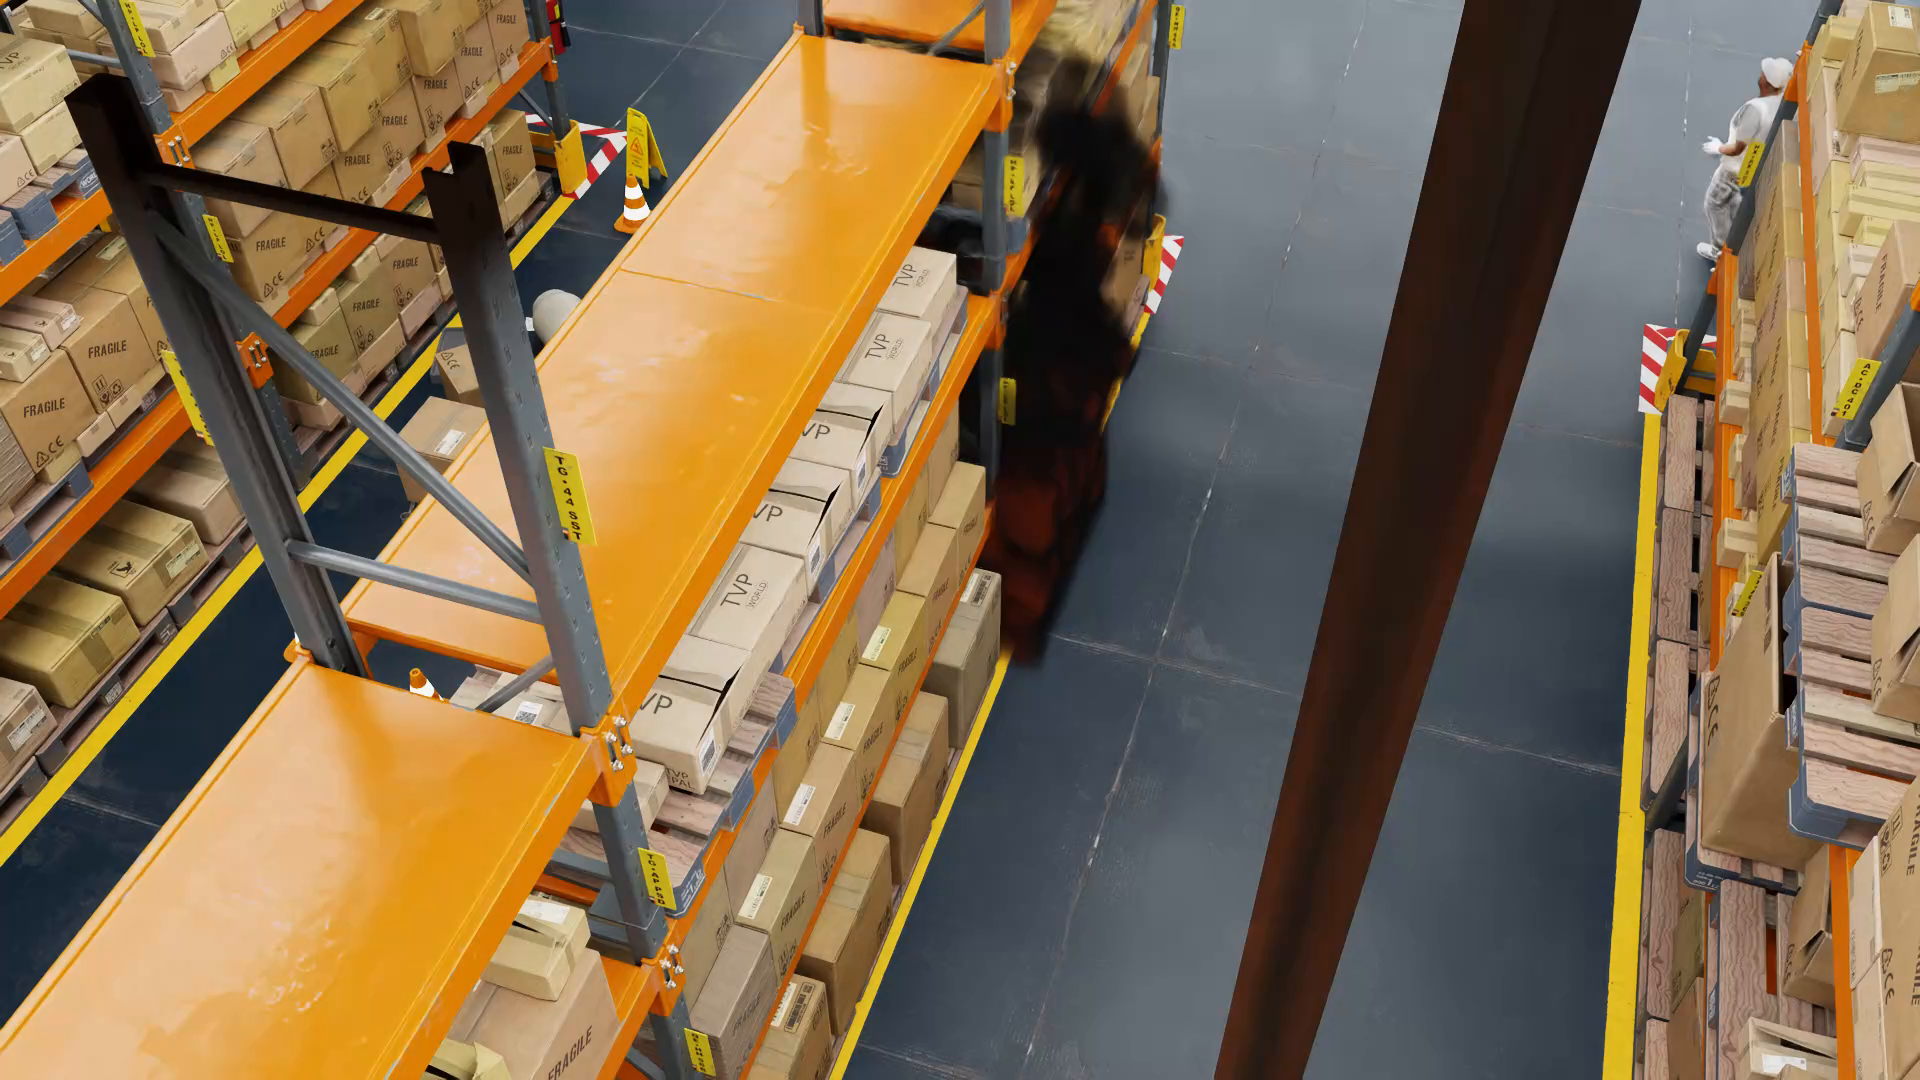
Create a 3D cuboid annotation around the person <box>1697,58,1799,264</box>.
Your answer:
[{"bbox_3d":[6.030,-2.907,12.774,0.653,1.742,0.561,-23,50,-21],"label":"person"}]
